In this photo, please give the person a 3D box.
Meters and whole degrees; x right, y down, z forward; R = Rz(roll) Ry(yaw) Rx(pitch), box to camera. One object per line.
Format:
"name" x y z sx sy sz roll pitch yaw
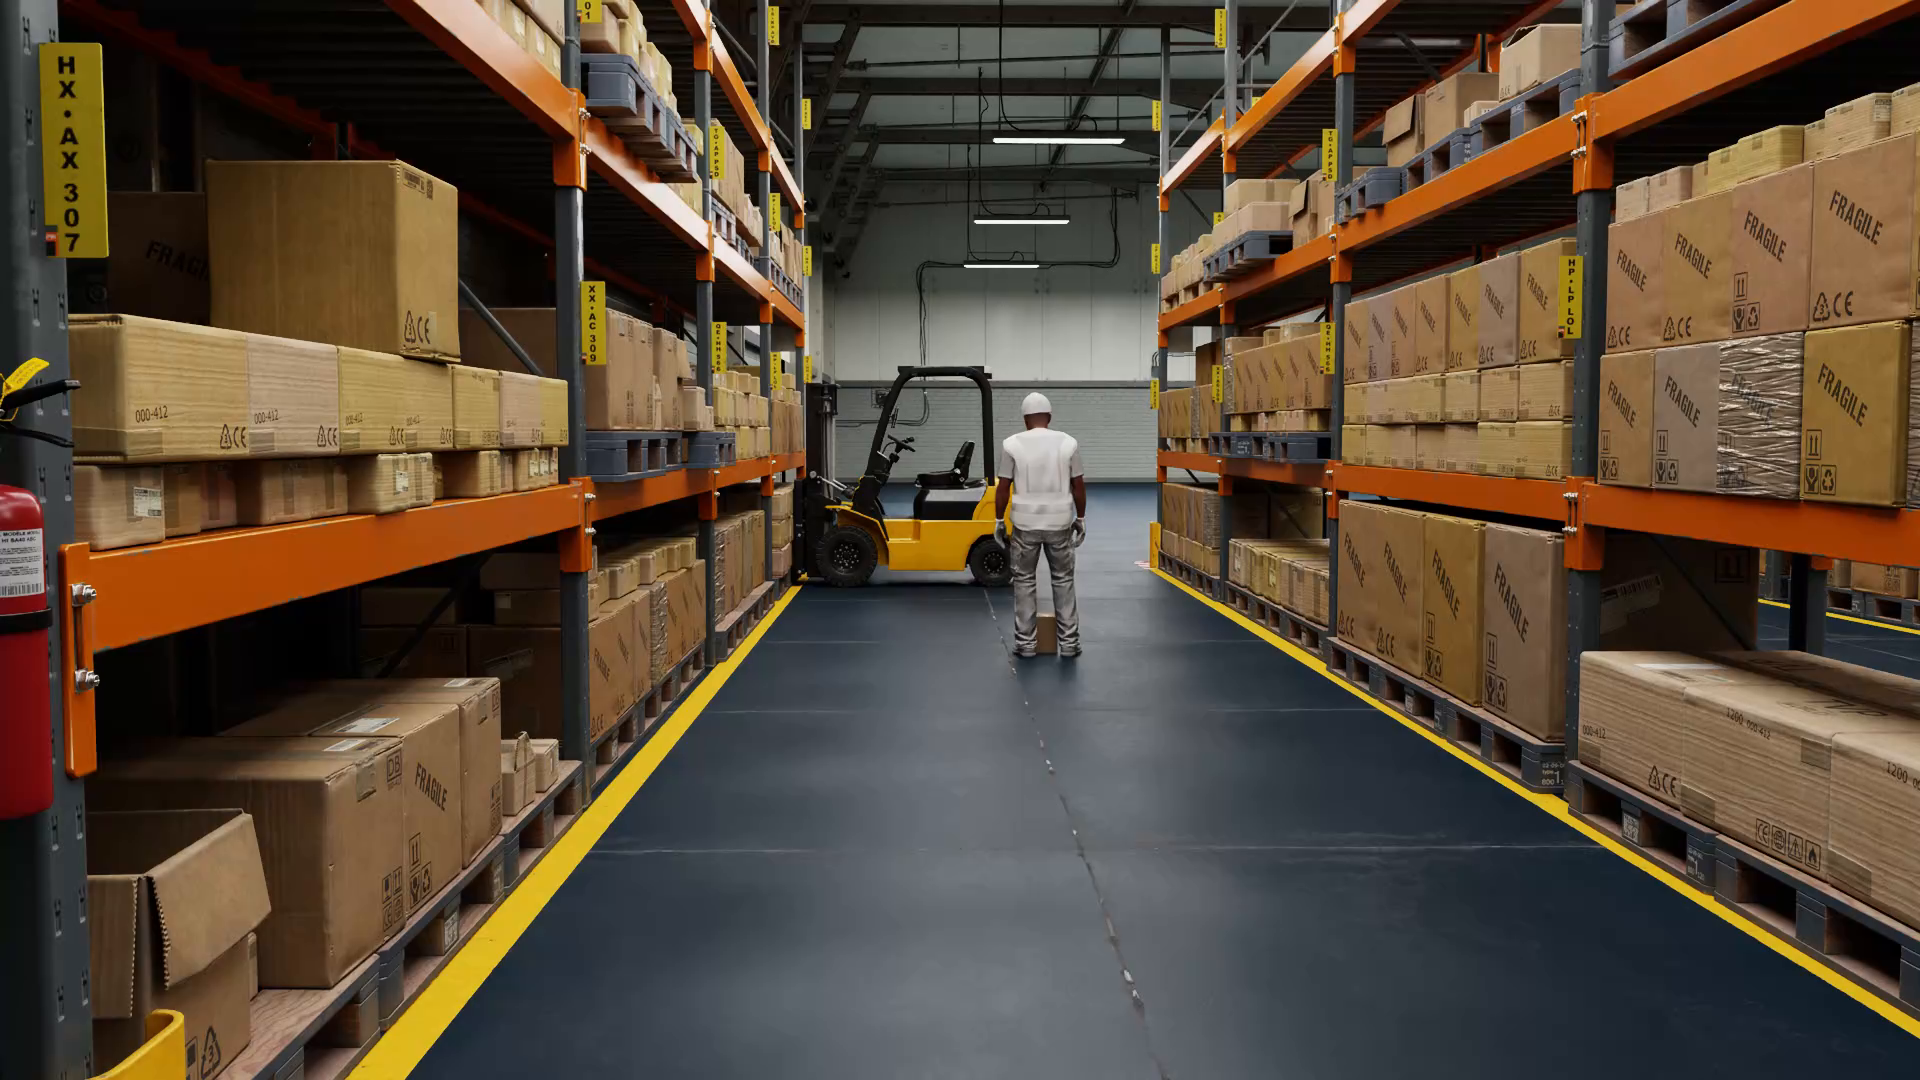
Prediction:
"person" 0.541 -0.105 11.206 0.629 1.775 0.444 0 4 -5
